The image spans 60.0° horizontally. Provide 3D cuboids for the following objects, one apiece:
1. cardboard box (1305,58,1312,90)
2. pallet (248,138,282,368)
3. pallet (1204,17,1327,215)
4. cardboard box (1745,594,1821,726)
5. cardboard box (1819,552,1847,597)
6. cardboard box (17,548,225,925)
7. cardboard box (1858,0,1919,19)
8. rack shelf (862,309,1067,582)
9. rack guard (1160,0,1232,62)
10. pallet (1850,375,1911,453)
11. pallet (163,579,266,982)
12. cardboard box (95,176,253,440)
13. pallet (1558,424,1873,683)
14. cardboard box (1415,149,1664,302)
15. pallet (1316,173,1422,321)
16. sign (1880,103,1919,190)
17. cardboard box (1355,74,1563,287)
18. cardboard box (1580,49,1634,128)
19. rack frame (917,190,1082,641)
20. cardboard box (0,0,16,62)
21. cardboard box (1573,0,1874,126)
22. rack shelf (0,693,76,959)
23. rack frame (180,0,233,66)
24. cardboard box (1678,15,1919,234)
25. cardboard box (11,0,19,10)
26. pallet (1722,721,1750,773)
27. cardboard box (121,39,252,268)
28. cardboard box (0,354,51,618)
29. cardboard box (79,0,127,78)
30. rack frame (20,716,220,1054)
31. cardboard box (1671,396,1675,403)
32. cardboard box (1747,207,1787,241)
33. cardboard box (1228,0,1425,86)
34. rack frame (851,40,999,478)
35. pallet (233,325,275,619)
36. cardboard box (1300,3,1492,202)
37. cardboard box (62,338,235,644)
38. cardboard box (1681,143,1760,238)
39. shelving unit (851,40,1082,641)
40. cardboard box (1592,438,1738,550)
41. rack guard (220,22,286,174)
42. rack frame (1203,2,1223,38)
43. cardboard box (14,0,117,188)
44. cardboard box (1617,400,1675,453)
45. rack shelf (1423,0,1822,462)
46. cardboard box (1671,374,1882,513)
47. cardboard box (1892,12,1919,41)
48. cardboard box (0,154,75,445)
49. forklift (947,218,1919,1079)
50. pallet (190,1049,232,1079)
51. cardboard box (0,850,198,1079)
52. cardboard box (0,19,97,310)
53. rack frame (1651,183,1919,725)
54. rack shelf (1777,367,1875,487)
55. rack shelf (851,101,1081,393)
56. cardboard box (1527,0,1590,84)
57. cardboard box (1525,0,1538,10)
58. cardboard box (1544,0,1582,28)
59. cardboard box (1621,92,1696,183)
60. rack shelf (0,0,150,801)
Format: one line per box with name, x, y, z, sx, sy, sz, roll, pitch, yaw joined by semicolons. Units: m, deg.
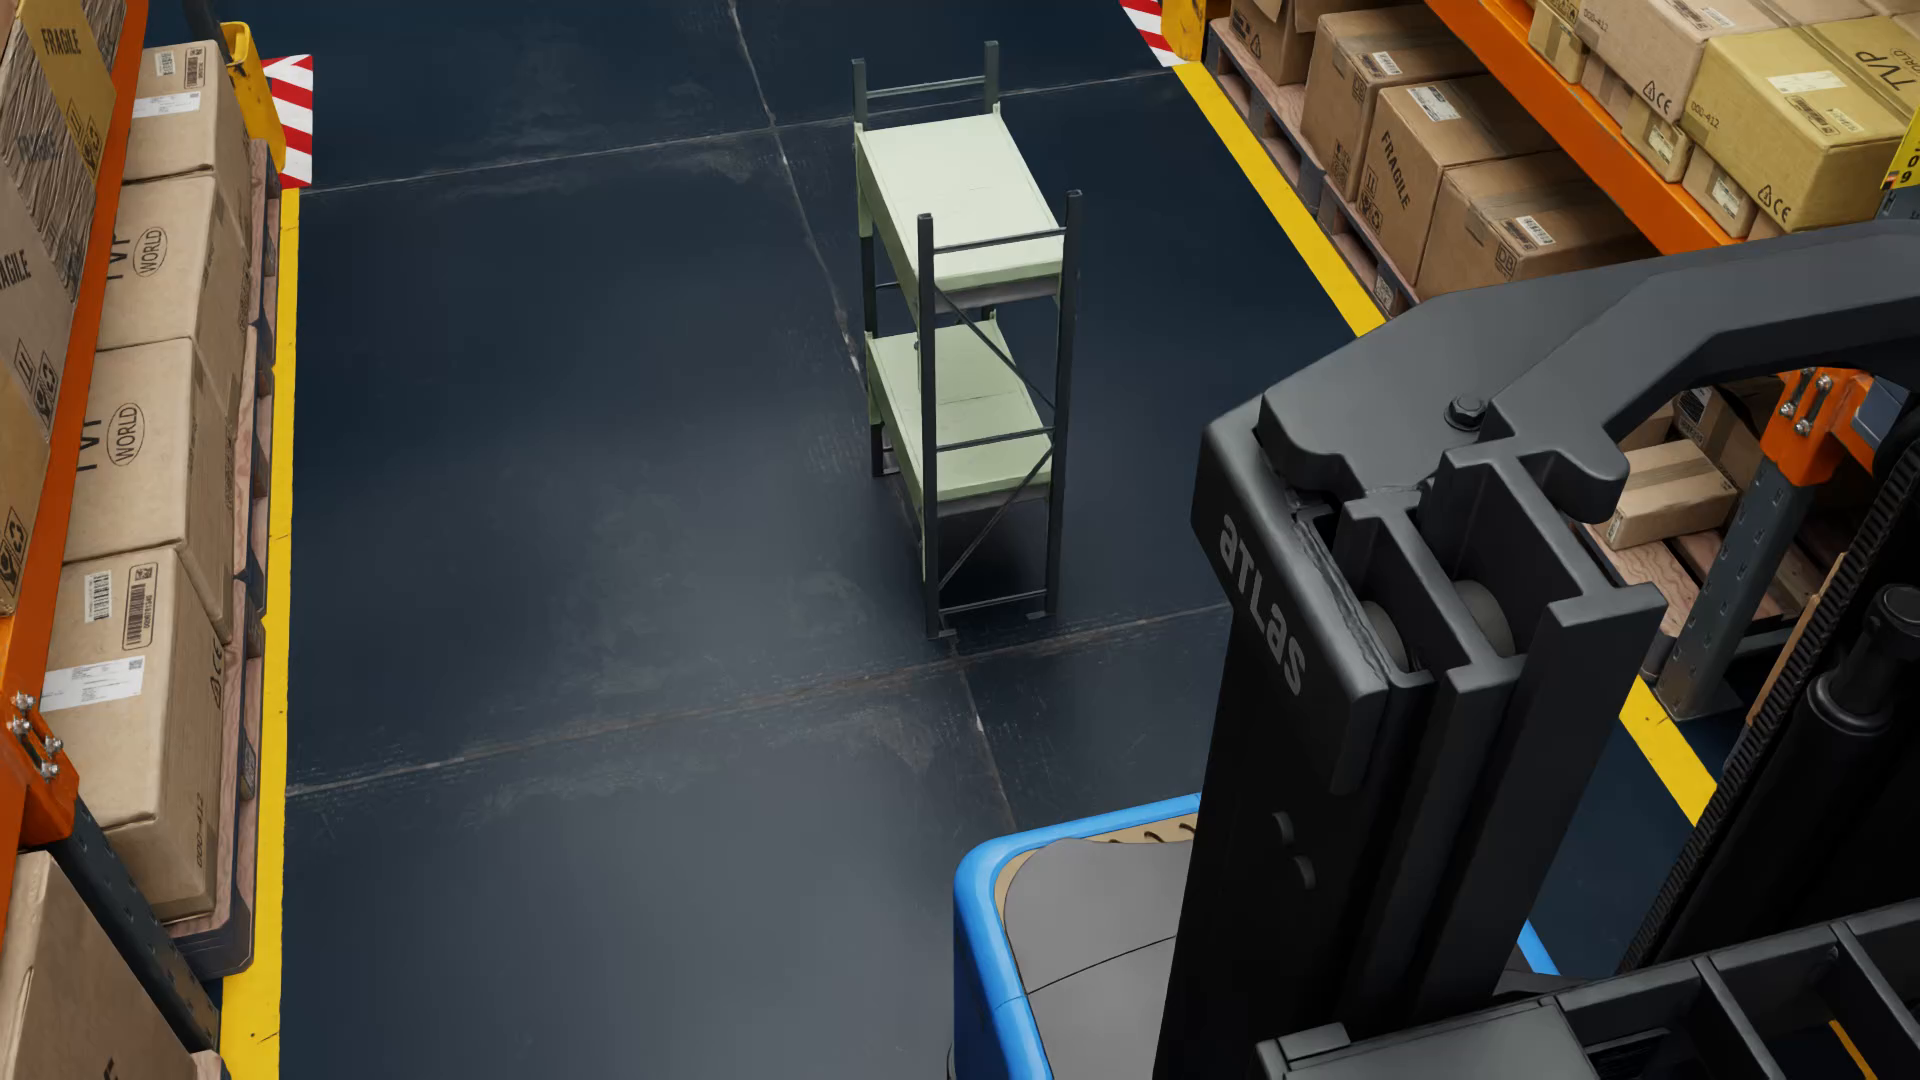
cardboard box;1.614;-1.830;6.645;0.380;0.149;0.250;-12;47;-12
pallet;-3.039;-0.997;6.079;1.003;0.211;1.213;-11;47;-10
pallet;1.703;-1.842;6.907;1.003;0.211;1.213;-11;47;-10
cardboard box;2.408;0.444;4.171;0.500;0.500;0.500;-9;46;-9
cardboard box;2.337;0.138;4.016;0.380;0.149;0.250;-9;46;-8
cardboard box;-2.352;0.548;4.113;0.875;0.438;0.875;-11;47;-11
cardboard box;2.501;-1.447;4.464;0.500;0.250;0.500;-11;47;-11
rack shelf;0.002;-0.292;4.943;0.431;0.370;0.720;-11;47;-10
rack guard;1.498;-2.493;7.343;1.175;0.500;0.348;-11;47;-10
pallet;2.601;-0.020;3.304;1.003;0.211;1.213;-11;47;-10
pallet;-2.414;0.688;4.428;1.003;0.211;1.213;-11;47;-10
cardboard box;-2.811;-0.693;5.329;0.875;0.438;0.875;-10;46;-9
pallet;2.327;-0.157;5.256;1.003;0.211;1.213;-11;47;-10
cardboard box;1.990;-0.939;5.526;0.700;0.500;0.500;-12;47;-12
pallet;2.011;-1.001;6.083;1.003;0.211;1.213;-11;47;-10
sign;1.980;-0.857;3.384;0.100;0.325;0.005;-11;47;-10
cardboard box;1.763;-1.272;5.853;0.500;0.500;0.500;-10;46;-10
cardboard box;1.958;-1.282;4.582;0.380;0.149;0.250;-10;46;-9
rack frame;0.095;-0.268;4.462;0.400;1.500;0.023;-11;47;-10
cardboard box;-2.426;-1.212;3.568;0.500;0.500;0.500;-10;46;-10
cardboard box;1.993;-1.361;4.380;0.500;0.250;0.500;-11;47;-10
rack shelf;-1.783;1.884;1.807;1.077;0.370;4.000;-11;47;-10
rack frame;-3.319;-2.510;5.610;1.000;3.000;0.127;-11;47;-10
cardboard box;2.136;-1.018;4.044;0.500;0.250;0.500;-10;46;-9
cardboard box;-2.553;-1.561;3.910;0.500;0.500;0.500;-11;47;-11
pallet;2.747;0.872;4.248;1.003;0.211;1.213;-11;47;-10
cardboard box;-3.054;-1.323;5.946;0.875;0.438;0.875;-12;47;-12
cardboard box;-2.162;-0.156;3.232;0.500;0.500;0.500;-9;46;-9
cardboard box;-2.685;-1.558;4.607;0.500;0.500;0.500;-9;46;-9
rack frame;-2.295;0.251;2.904;1.000;3.000;0.127;-11;47;-10
cardboard box;2.450;-0.607;5.447;0.380;0.149;0.250;-11;47;-11
cardboard box;2.176;-0.745;4.056;0.380;0.149;0.250;-10;46;-10
cardboard box;1.543;-2.254;6.813;0.797;0.503;0.637;-12;47;-12
rack frame;-0.092;-0.773;4.957;0.400;1.500;0.023;-11;47;-10
pallet;-2.730;-0.156;5.255;1.003;0.211;1.213;-11;47;-10
cardboard box;1.724;-1.656;6.229;0.700;0.500;0.500;-9;46;-9
cardboard box;-2.582;-0.070;4.718;0.875;0.438;0.875;-12;47;-11
cardboard box;2.089;-0.921;4.228;0.380;0.149;0.250;-10;46;-9
shelving unit;0.002;-0.520;4.710;0.431;1.500;0.755;-11;47;-10
cardboard box;2.076;-0.139;4.988;0.380;0.149;0.250;-12;47;-12
rack guard;-3.325;-1.652;6.519;1.175;0.500;0.348;-11;47;-10
rack frame;1.478;-3.421;6.502;1.000;3.000;0.127;-11;47;-10
cardboard box;-2.540;-1.204;4.260;0.500;0.500;0.500;-9;46;-9
cardboard box;1.984;-0.426;5.188;0.396;0.266;0.258;-9;46;-9
rack shelf;1.990;-1.788;5.406;1.077;0.370;4.000;-11;47;-10
cardboard box;2.561;-0.364;5.095;0.500;0.311;0.500;-9;46;-9
cardboard box;2.636;-1.102;4.126;0.500;0.250;0.500;-11;47;-11
cardboard box;-2.287;-0.504;3.574;0.500;0.500;0.500;-10;47;-10
forklift;0.843;1.243;1.980;1.130;2.935;3.031;-11;47;-10
pallet;-2.025;1.746;3.391;1.003;0.211;1.213;-11;47;-10
cardboard box;-2.059;1.261;3.107;0.875;0.875;0.875;-9;46;-9
cardboard box;-2.408;-0.848;3.911;0.500;0.500;0.500;-10;47;-10
rack frame;2.502;-0.659;3.796;1.000;3.000;0.127;-11;47;-10
rack shelf;3.014;0.974;2.699;1.077;0.370;4.000;-11;47;-10
rack shelf;0.002;-0.793;4.431;0.431;0.370;0.720;-11;47;-10
cardboard box;1.865;-1.453;4.750;0.380;0.149;0.250;-11;47;-11
cardboard box;1.907;-1.652;4.944;0.380;0.149;0.250;-10;46;-10
cardboard box;1.878;-1.707;4.720;0.500;0.250;0.500;-11;47;-11
cardboard box;1.999;-1.096;4.400;0.380;0.149;0.250;-10;46;-9
rack shelf;-2.807;-0.878;4.514;1.077;0.370;4.000;-11;47;-10
